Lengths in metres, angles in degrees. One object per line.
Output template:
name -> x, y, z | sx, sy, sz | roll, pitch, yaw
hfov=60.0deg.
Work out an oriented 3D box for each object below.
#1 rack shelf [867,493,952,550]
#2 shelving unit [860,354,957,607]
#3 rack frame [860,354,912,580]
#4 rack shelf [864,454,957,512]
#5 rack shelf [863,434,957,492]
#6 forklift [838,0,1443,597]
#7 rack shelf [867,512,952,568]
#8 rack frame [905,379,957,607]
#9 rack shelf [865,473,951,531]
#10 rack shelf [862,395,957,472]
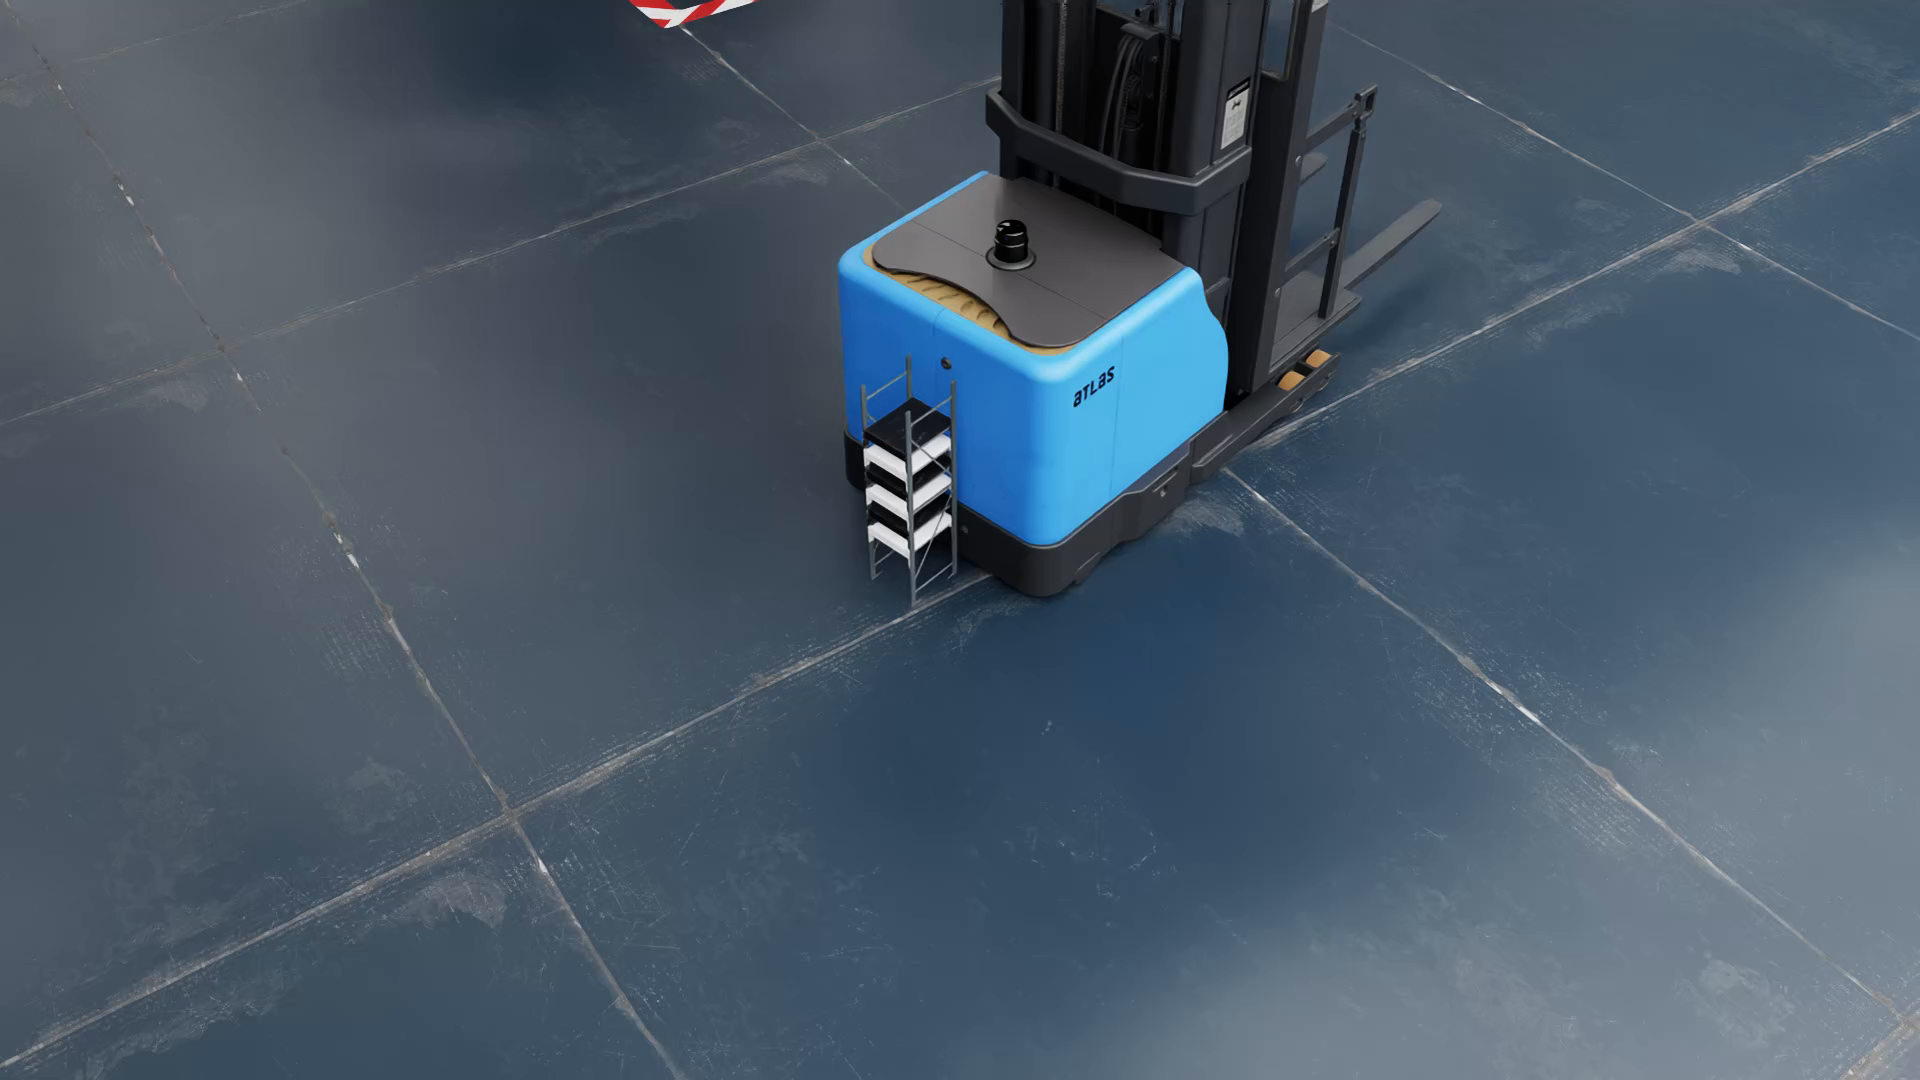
rack shelf -> -0.170, -0.103, 5.884 | 0.200, 0.077, 0.258 | 32, 52, 29
shelving unit -> -0.170, -0.192, 5.799 | 0.210, 0.900, 0.258 | 32, 52, 29
rack frame -> -0.246, -0.239, 5.848 | 0.006, 0.900, 0.240 | 32, 52, 29
rack shelf -> -0.170, -0.233, 5.760 | 0.200, 0.077, 0.258 | 32, 52, 29
rack shelf -> -0.170, -0.298, 5.697 | 0.200, 0.077, 0.258 | 32, 52, 29
forklift -> 0.921, -1.793, 6.006 | 1.130, 2.935, 3.031 | 32, 52, 29
rack shelf -> -0.170, -0.038, 5.946 | 0.200, 0.077, 0.258 | 32, 52, 29
rack frame -> -0.095, -0.145, 5.750 | 0.006, 0.900, 0.240 | 32, 52, 29
rack shelf -> -0.170, -0.168, 5.822 | 0.200, 0.077, 0.258 | 32, 52, 29
rack shelf -> -0.171, -0.363, 5.635 | 0.200, 0.077, 0.258 | 32, 52, 29
